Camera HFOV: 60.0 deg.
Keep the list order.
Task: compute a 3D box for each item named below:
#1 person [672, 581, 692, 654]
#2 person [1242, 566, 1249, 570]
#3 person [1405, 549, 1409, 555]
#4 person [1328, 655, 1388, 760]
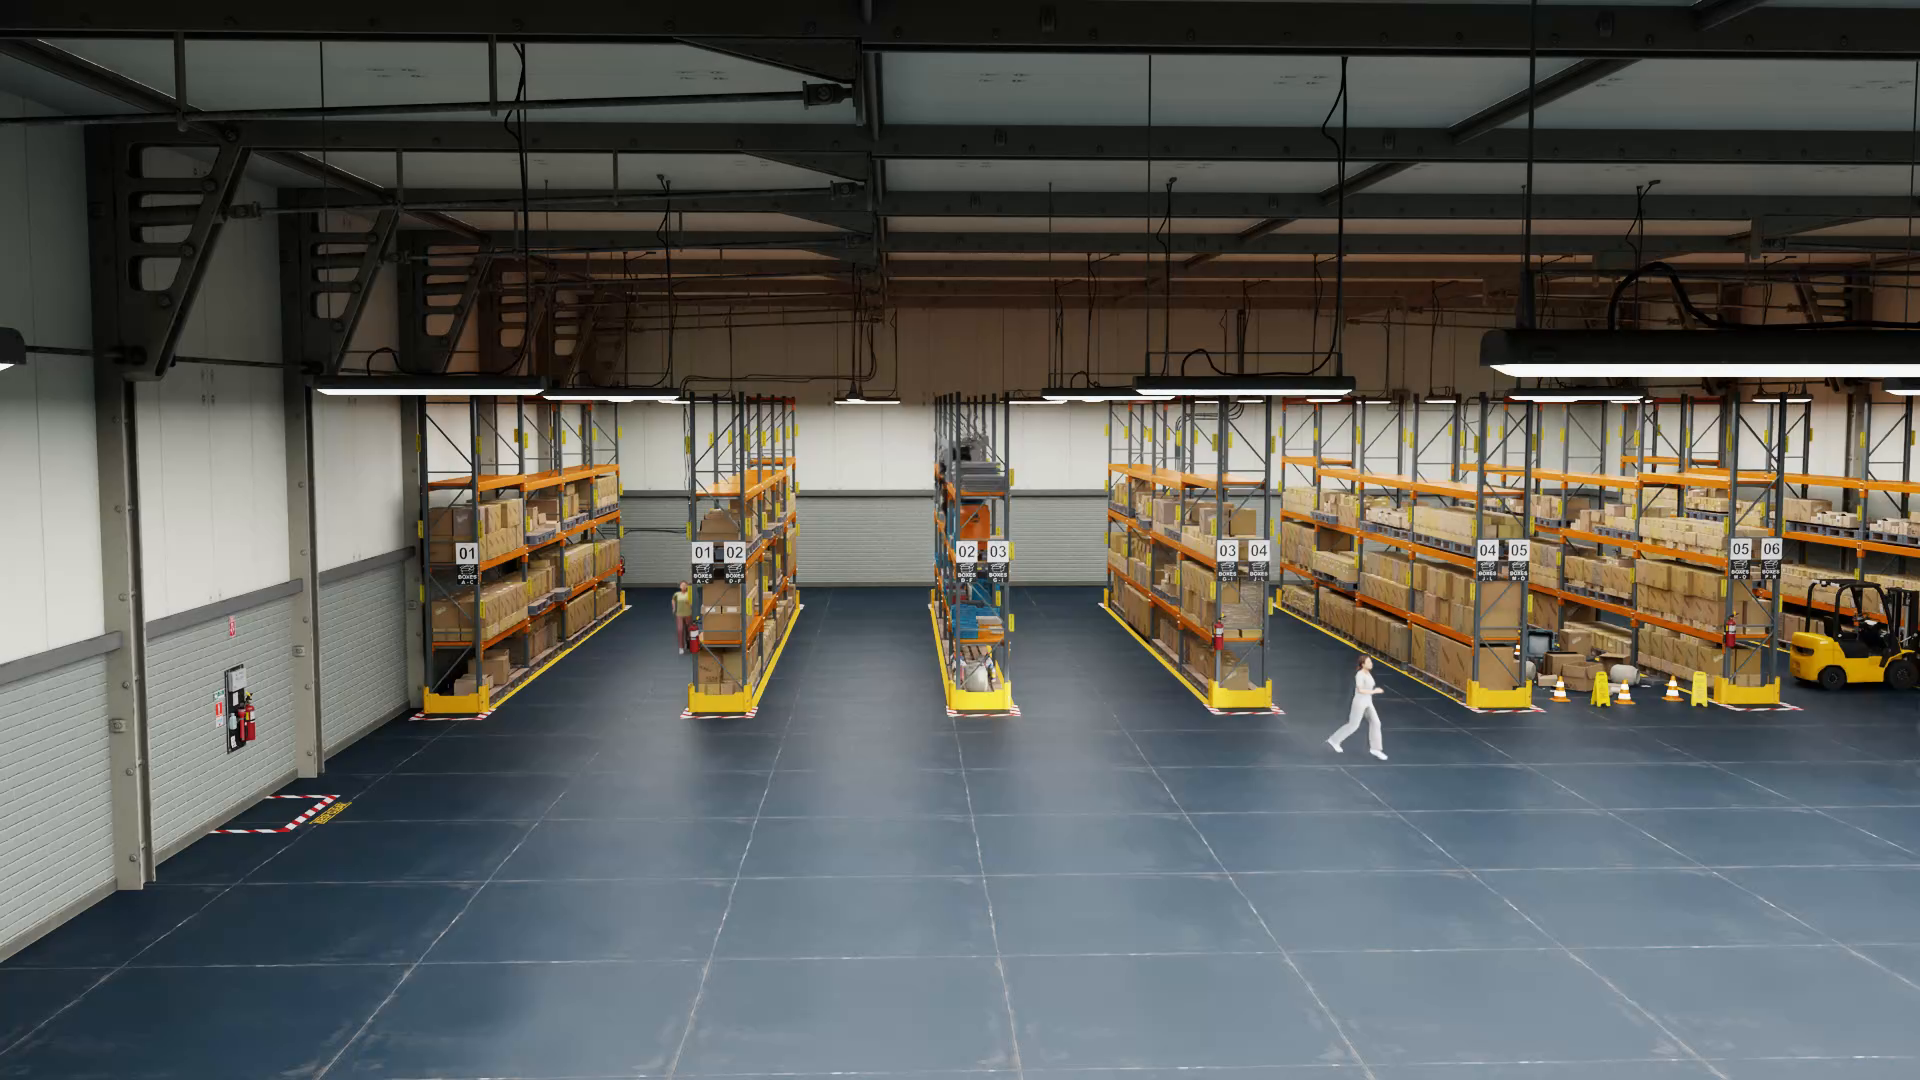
[{"bbox_3d":[-6.416,1.767,38.671,0.574,1.655,0.952,-1,5,-6],"label":"person"},{"bbox_3d":[8.430,0.970,48.504,0.886,1.749,0.699,-2,5,-26],"label":"person"},{"bbox_3d":[13.346,0.924,49.295,0.512,1.731,0.683,0,5,0],"label":"person"},{"bbox_3d":[6.524,2.712,27.167,0.955,1.695,0.572,3,5,34],"label":"person"}]
